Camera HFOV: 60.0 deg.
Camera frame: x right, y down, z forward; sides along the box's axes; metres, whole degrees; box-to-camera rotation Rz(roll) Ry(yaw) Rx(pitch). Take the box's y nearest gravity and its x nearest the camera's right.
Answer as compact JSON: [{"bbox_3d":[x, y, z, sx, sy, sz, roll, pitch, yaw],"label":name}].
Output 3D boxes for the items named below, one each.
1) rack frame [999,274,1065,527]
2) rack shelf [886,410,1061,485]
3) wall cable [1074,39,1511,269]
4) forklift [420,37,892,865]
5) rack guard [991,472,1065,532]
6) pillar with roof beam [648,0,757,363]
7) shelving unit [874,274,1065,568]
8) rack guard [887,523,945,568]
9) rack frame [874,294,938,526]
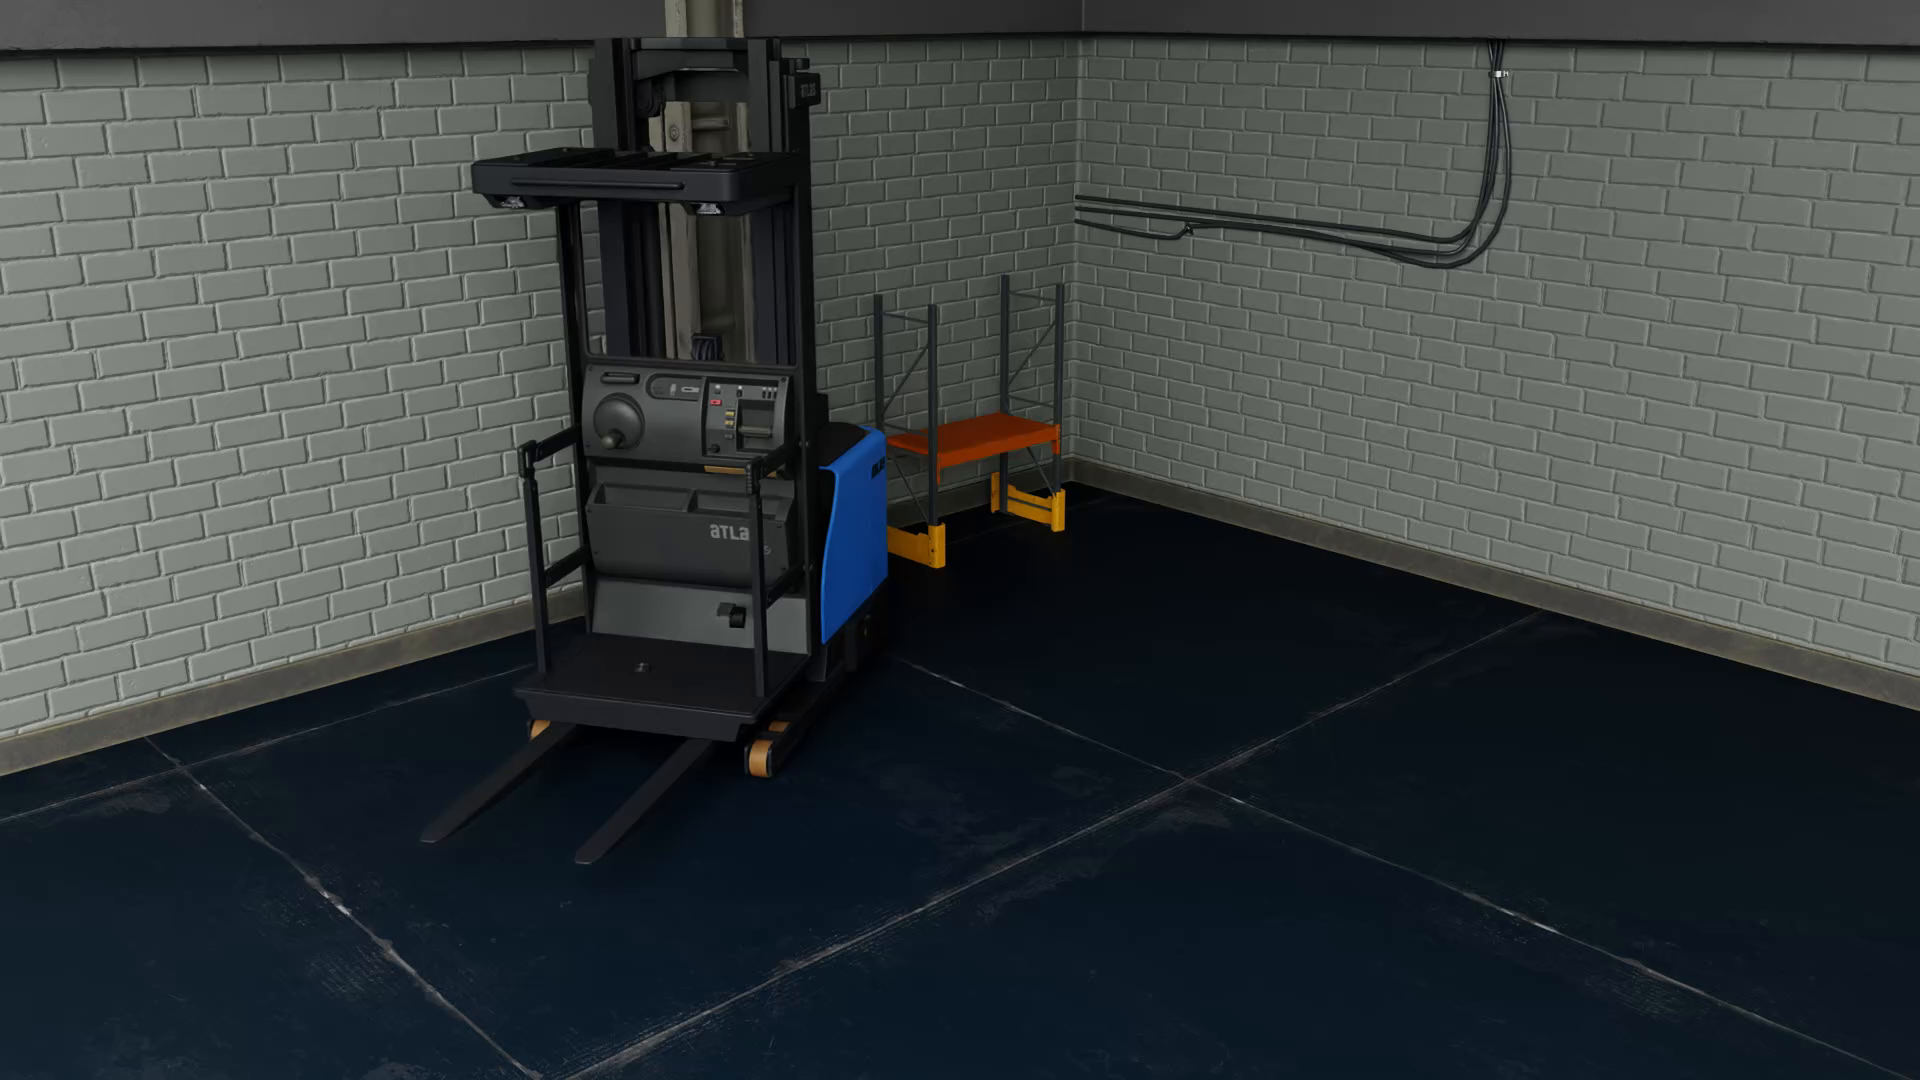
[{"bbox_3d":[0.431,-0.839,10.141,0.032,1.500,0.500,-16,24,-41],"label":"rack frame"},{"bbox_3d":[0.062,-0.560,9.865,1.000,0.185,0.538,-16,24,-41],"label":"rack shelf"},{"bbox_3d":[1.722,-2.876,9.299,0.112,2.526,3.097,-16,24,-41],"label":"wall cable"},{"bbox_3d":[-1.223,-0.533,6.875,1.130,2.935,3.031,5,19,14],"label":"forklift"},{"bbox_3d":[0.417,-0.241,10.321,0.087,0.250,0.587,-16,24,-41],"label":"rack guard"},{"bbox_3d":[1.631,-3.060,4.834,0.400,9.000,9.100,-16,24,-41],"label":"pillar with roof beam"},{"bbox_3d":[0.055,-0.730,9.803,1.083,1.500,0.587,-16,24,-41],"label":"shelving unit"},{"bbox_3d":[-0.306,-0.030,9.670,0.087,0.250,0.587,-16,24,-41],"label":"rack guard"},{"bbox_3d":[-0.307,-0.624,9.477,0.032,1.500,0.500,-16,24,-41],"label":"rack frame"}]
